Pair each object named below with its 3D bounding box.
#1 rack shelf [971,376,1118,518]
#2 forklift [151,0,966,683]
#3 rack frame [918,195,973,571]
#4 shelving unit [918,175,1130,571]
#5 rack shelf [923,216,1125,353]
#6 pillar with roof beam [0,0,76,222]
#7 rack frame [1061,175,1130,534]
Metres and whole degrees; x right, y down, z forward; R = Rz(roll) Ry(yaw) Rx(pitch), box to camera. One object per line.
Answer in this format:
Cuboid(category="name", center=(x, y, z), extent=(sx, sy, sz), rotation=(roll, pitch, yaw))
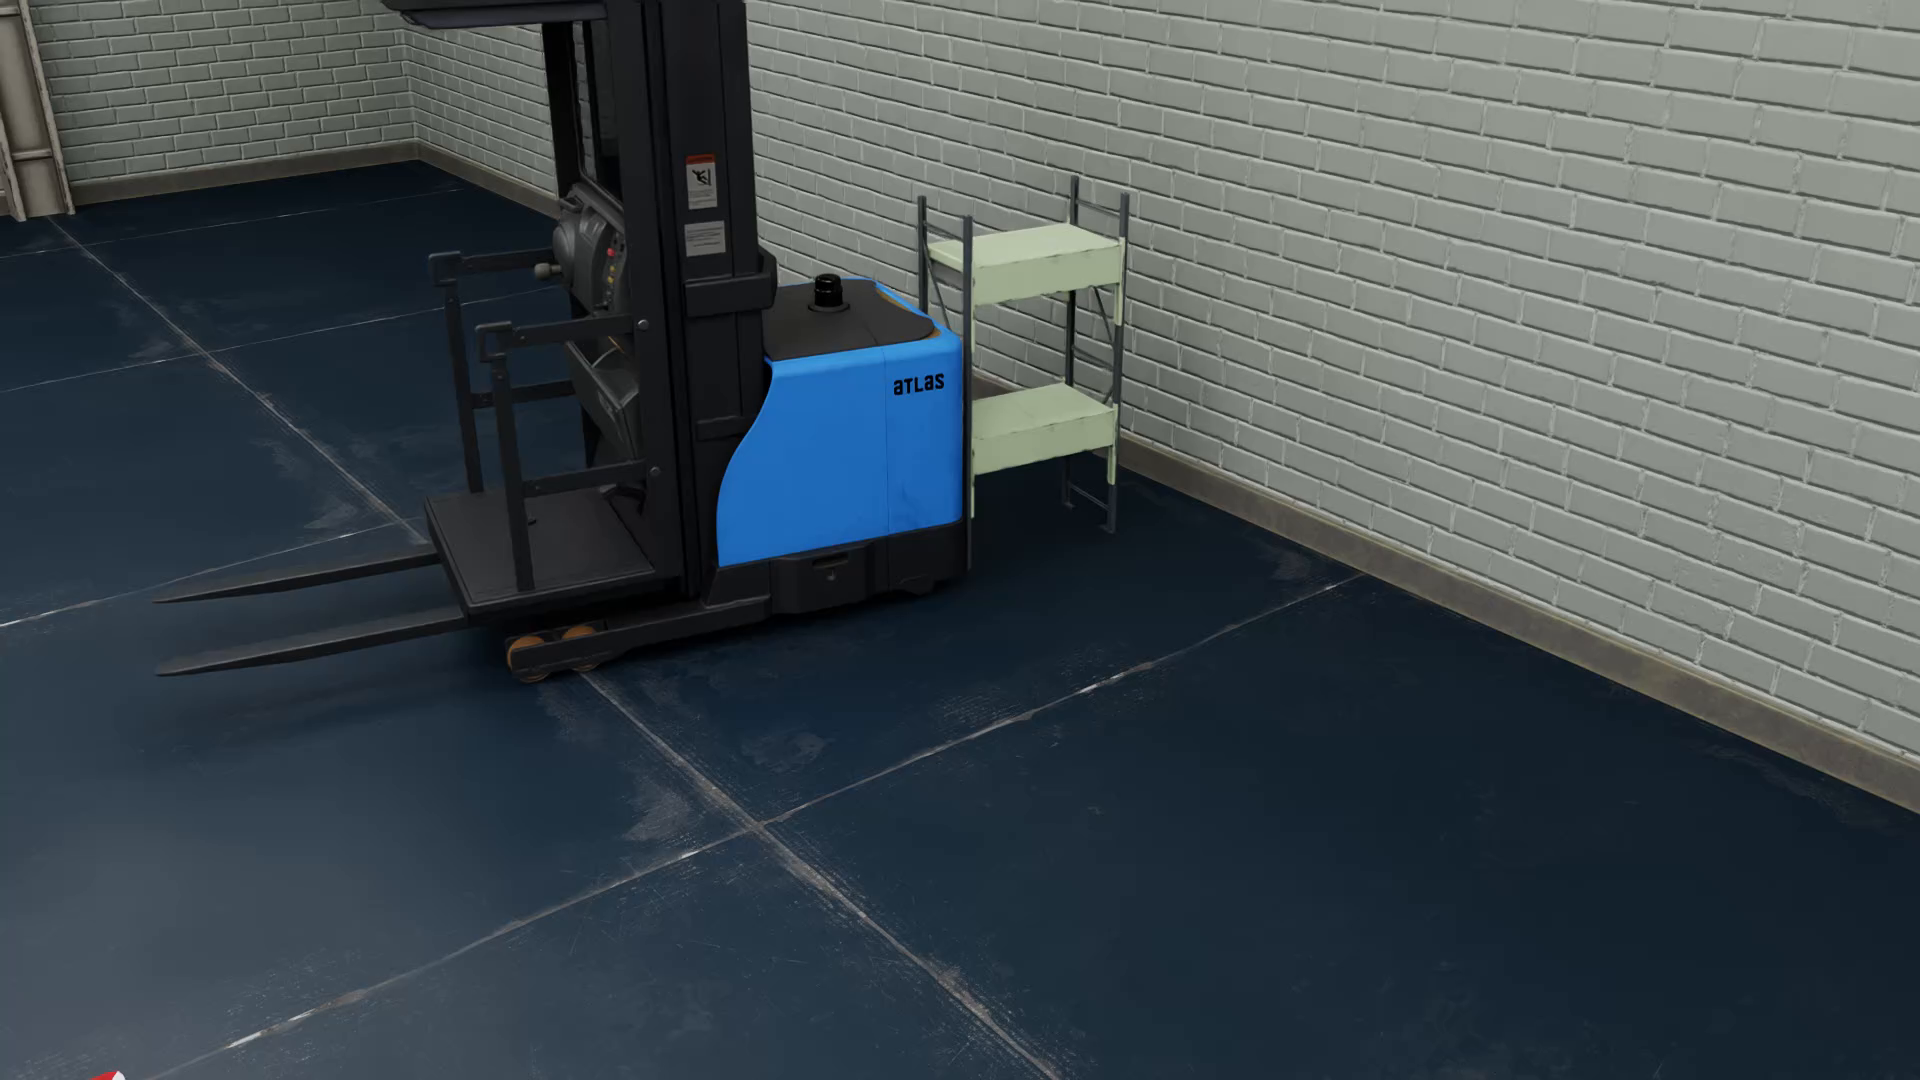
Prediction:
Cuboid(category="rack shelf", center=(0.256, -0.408, 7.122), extent=(0.720, 0.370, 0.431), rotation=(-14, 28, -27))
Cuboid(category="forklift", center=(-1.535, -1.059, 6.050), extent=(3.031, 2.935, 1.130), rotation=(-11, 27, -22))
Cuboid(category="rack frame", center=(-0.061, -0.627, 6.819), extent=(0.023, 1.500, 0.400), rotation=(-14, 28, -27))
Cuboid(category="shelving unit", center=(0.256, -0.704, 6.985), extent=(0.755, 1.500, 0.431), rotation=(-14, 28, -27))
Cuboid(category="rack shelf", center=(0.256, -1.058, 6.820), extent=(0.720, 0.370, 0.431), rotation=(-14, 28, -27))
Cuboid(category="pillar with roof beam", center=(-4.270, -5.121, 7.594), extent=(0.400, 9.000, 9.100), rotation=(-18, 31, -34))
Cuboid(category="rack frame", center=(0.573, -0.781, 7.150), extent=(0.023, 1.500, 0.400), rotation=(-14, 28, -27))
